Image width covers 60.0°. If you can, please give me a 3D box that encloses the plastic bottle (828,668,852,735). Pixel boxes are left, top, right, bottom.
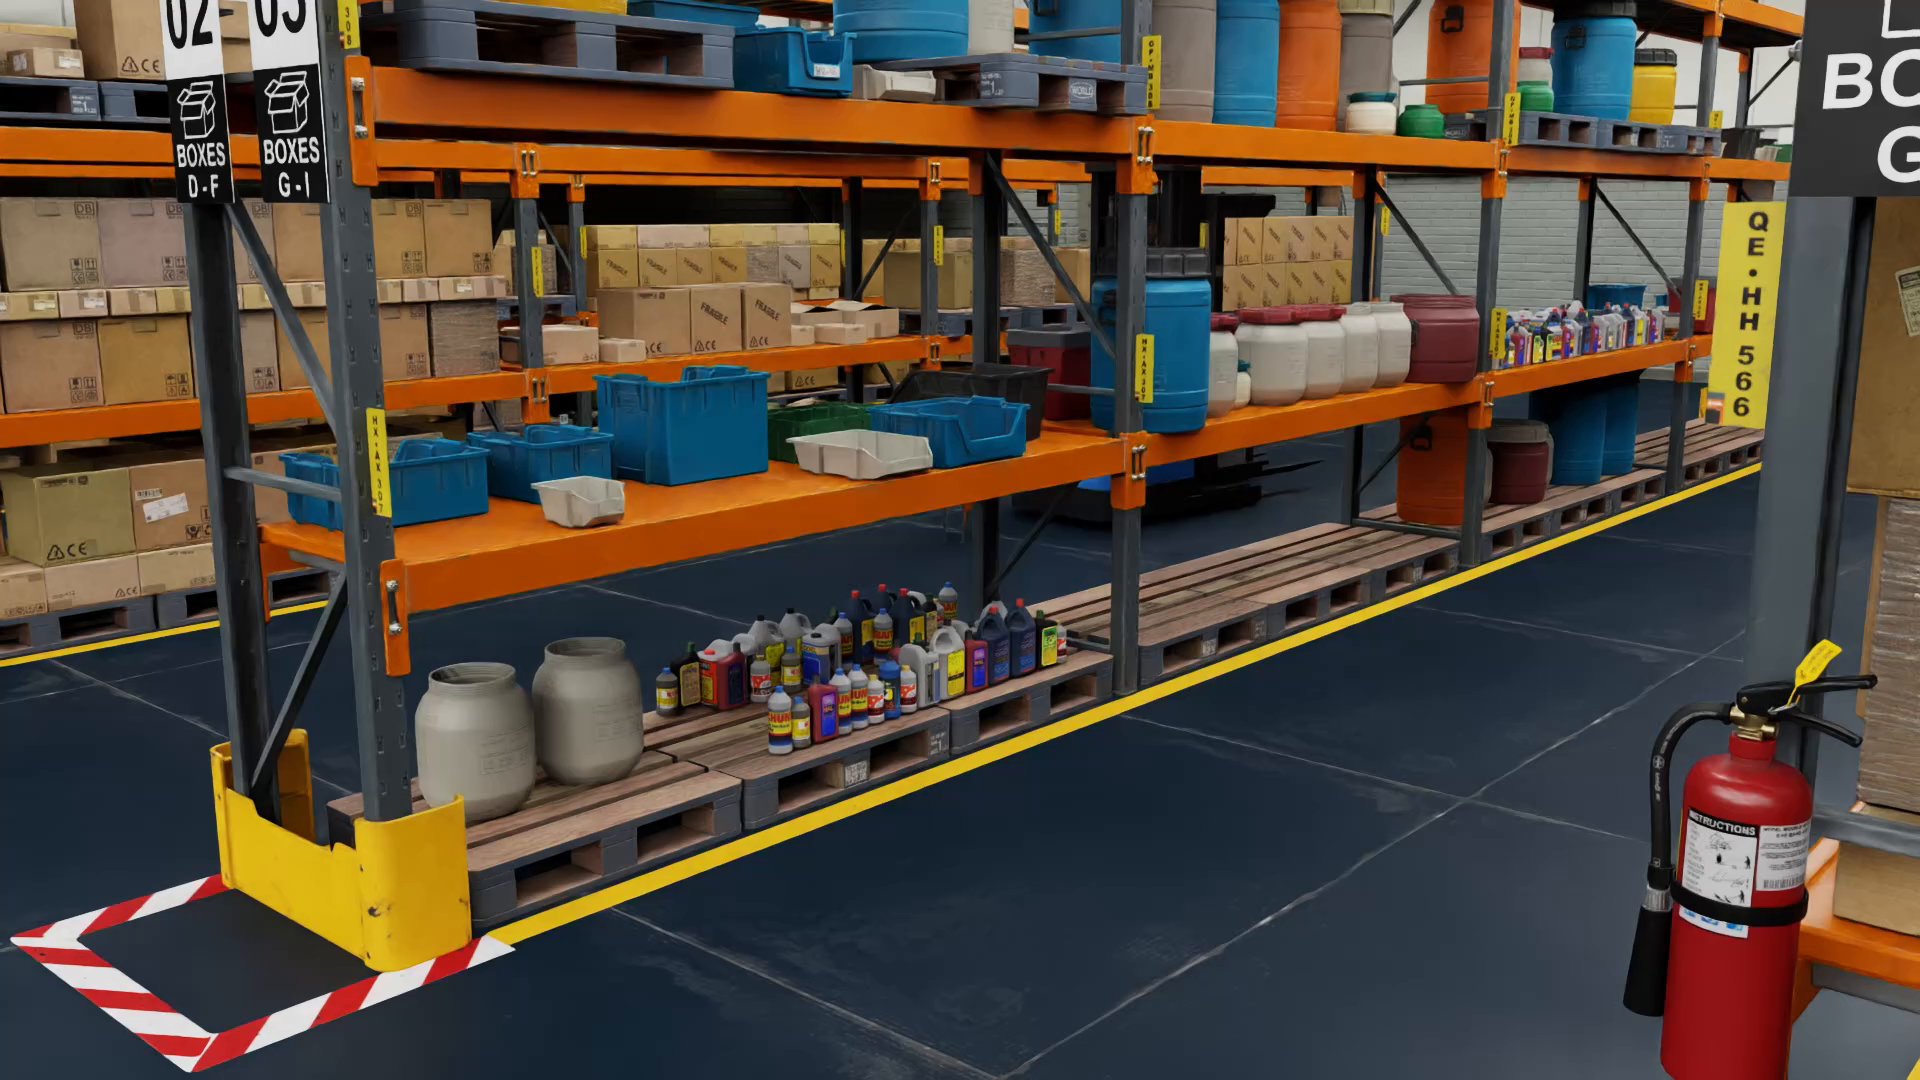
[{"bbox_3d":[-0.506,0.676,7.013,0.097,0.271,0.097,0,11,0],"label":"plastic bottle"}]

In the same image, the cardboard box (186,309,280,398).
[{"bbox_3d":[-4.544,-1.155,10.080,0.700,0.500,0.500,10,15,42],"label":"cardboard box"}]

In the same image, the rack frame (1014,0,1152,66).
[{"bbox_3d":[0.477,-3.700,7.761,1.000,3.000,0.127,10,15,40],"label":"rack frame"}]

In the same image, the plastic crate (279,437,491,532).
[{"bbox_3d":[-2.058,-0.209,5.979,0.499,0.251,0.616,10,15,40],"label":"plastic crate"}]

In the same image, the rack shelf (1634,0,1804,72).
[{"bbox_3d":[7.078,-4.622,15.237,1.077,0.370,4.000,10,15,40],"label":"rack shelf"}]

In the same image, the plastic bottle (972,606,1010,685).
[{"bbox_3d":[0.142,0.485,7.763,0.144,0.351,0.185,9,14,38],"label":"plastic bottle"}]

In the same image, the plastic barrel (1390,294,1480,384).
[{"bbox_3d":[3.039,-1.306,10.744,0.600,0.536,0.708,10,15,40],"label":"plastic barrel"}]

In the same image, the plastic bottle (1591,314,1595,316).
[{"bbox_3d":[4.972,-1.638,13.082,0.097,0.271,0.097,0,11,0],"label":"plastic bottle"}]

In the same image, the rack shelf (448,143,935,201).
[{"bbox_3d":[-1.921,-2.812,12.808,1.077,0.370,4.000,10,15,40],"label":"rack shelf"}]

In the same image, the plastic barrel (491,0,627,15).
[{"bbox_3d":[-1.506,-2.123,5.971,0.600,0.588,0.600,0,11,0],"label":"plastic barrel"}]

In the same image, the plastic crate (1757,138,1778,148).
[{"bbox_3d":[7.935,-3.910,16.804,0.497,0.269,0.590,10,15,40],"label":"plastic crate"}]

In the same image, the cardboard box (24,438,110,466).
[{"bbox_3d":[-7.620,-0.871,14.173,0.500,0.500,0.500,8,14,36],"label":"cardboard box"}]

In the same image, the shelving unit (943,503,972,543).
[{"bbox_3d":[0.035,-0.523,12.148,0.215,1.050,0.252,10,15,40],"label":"shelving unit"}]

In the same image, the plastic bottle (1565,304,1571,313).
[{"bbox_3d":[5.196,-1.879,14.259,0.061,0.283,0.133,10,15,40],"label":"plastic bottle"}]

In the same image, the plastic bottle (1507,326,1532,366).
[{"bbox_3d":[3.951,-1.376,11.758,0.152,0.276,0.135,10,15,40],"label":"plastic bottle"}]

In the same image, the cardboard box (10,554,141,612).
[{"bbox_3d":[-5.033,0.208,9.462,0.500,0.250,0.500,10,15,40],"label":"cardboard box"}]

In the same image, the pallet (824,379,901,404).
[{"bbox_3d":[-1.123,-1.950,21.438,1.003,0.211,1.213,10,15,40],"label":"pallet"}]

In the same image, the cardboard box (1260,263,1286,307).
[{"bbox_3d":[3.248,-2.814,18.387,0.500,0.500,0.500,10,15,40],"label":"cardboard box"}]

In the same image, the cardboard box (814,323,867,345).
[{"bbox_3d":[-0.987,-1.696,13.688,0.380,0.149,0.250,10,15,40],"label":"cardboard box"}]

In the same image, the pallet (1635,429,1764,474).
[{"bbox_3d":[7.020,-0.861,15.985,1.003,0.211,1.213,10,15,40],"label":"pallet"}]

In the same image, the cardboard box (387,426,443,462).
[{"bbox_3d":[-3.722,-0.456,10.869,0.500,0.500,0.500,10,15,40],"label":"cardboard box"}]

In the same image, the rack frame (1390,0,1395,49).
[{"bbox_3d":[4.680,-6.107,19.810,1.000,3.000,0.127,10,15,40],"label":"rack frame"}]

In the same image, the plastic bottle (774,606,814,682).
[{"bbox_3d":[-0.773,0.480,7.787,0.144,0.351,0.185,10,15,40],"label":"plastic bottle"}]

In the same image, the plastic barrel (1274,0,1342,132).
[{"bbox_3d":[1.981,-2.839,10.013,0.600,0.830,0.708,10,15,40],"label":"plastic barrel"}]

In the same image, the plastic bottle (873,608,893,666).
[{"bbox_3d":[-0.372,0.466,8.062,0.097,0.271,0.097,0,11,0],"label":"plastic bottle"}]

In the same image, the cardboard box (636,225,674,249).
[{"bbox_3d":[-3.477,-3.313,18.158,0.500,0.250,0.500,9,15,40],"label":"cardboard box"}]

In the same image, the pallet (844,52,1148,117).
[{"bbox_3d":[0.074,-2.018,7.479,1.213,0.211,1.003,10,15,40],"label":"pallet"}]

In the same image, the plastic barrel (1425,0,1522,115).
[{"bbox_3d":[3.495,-3.317,11.335,0.600,0.830,0.708,10,15,40],"label":"plastic barrel"}]

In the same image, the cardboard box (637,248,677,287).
[{"bbox_3d":[-3.459,-2.947,18.240,0.500,0.500,0.500,10,15,42],"label":"cardboard box"}]

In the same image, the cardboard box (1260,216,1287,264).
[{"bbox_3d":[3.242,-3.300,18.267,0.500,0.500,0.500,9,15,39],"label":"cardboard box"}]

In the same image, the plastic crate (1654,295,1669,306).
[{"bbox_3d":[6.921,-2.239,16.039,0.416,0.233,0.300,10,15,40],"label":"plastic crate"}]

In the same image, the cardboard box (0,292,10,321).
[{"bbox_3d":[-5.289,-1.247,8.884,0.380,0.149,0.250,9,15,39],"label":"cardboard box"}]

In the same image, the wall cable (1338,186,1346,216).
[{"bbox_3d":[4.959,-6.010,27.253,3.097,2.526,0.112,10,15,40],"label":"wall cable"}]

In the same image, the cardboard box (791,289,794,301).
[{"bbox_3d":[-2.178,-2.897,19.650,0.380,0.149,0.250,10,15,40],"label":"cardboard box"}]

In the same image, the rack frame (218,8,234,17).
[{"bbox_3d":[-2.163,-3.112,4.815,1.000,3.000,0.127,10,15,40],"label":"rack frame"}]

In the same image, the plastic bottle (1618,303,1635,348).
[{"bbox_3d":[5.275,-1.706,13.222,0.144,0.351,0.185,10,15,40],"label":"plastic bottle"}]

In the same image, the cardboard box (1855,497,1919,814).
[{"bbox_3d":[1.941,0.198,2.545,0.875,0.500,0.500,10,15,40],"label":"cardboard box"}]

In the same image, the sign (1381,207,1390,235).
[{"bbox_3d":[5.084,-3.813,19.879,0.100,0.325,0.005,10,15,40],"label":"sign"}]

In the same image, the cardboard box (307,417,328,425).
[{"bbox_3d":[-6.188,-1.222,15.930,0.700,0.500,0.500,9,15,39],"label":"cardboard box"}]

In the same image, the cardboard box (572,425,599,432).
[{"bbox_3d":[-2.850,-0.706,12.603,0.500,0.311,0.500,10,15,42],"label":"cardboard box"}]

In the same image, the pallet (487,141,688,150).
[{"bbox_3d":[-2.669,-2.908,11.941,0.805,0.209,1.217,9,14,38],"label":"pallet"}]

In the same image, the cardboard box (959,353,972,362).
[{"bbox_3d":[-0.092,-2.521,22.485,0.700,0.500,0.500,9,14,39],"label":"cardboard box"}]

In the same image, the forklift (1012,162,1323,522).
[{"bbox_3d":[1.838,-1.766,13.570,3.031,2.935,1.130,-10,15,-41],"label":"forklift"}]

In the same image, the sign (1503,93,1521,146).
[{"bbox_3d":[3.536,-2.696,10.661,0.100,0.325,0.005,10,15,40],"label":"sign"}]

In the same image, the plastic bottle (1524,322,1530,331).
[{"bbox_3d":[4.508,-1.635,13.247,0.097,0.201,0.097,0,11,0],"label":"plastic bottle"}]

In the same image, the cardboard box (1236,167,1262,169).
[{"bbox_3d":[2.880,-4.086,17.736,0.500,0.250,0.500,10,15,40],"label":"cardboard box"}]

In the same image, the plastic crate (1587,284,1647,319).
[{"bbox_3d":[5.810,-2.070,14.802,0.392,0.384,0.575,10,15,40],"label":"plastic crate"}]

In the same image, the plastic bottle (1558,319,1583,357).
[{"bbox_3d":[4.562,-1.512,12.439,0.152,0.276,0.135,10,15,40],"label":"plastic bottle"}]

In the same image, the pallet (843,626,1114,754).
[{"bbox_3d":[0.003,0.703,8.154,1.003,0.211,1.213,10,15,40],"label":"pallet"}]

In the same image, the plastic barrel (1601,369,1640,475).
[{"bbox_3d":[5.386,-1.034,14.017,0.600,0.901,0.708,10,15,40],"label":"plastic barrel"}]

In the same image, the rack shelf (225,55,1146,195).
[{"bbox_3d":[-0.843,-1.582,6.652,1.077,0.370,4.000,10,15,40],"label":"rack shelf"}]

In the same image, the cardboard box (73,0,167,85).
[{"bbox_3d":[-4.580,-2.814,9.300,0.500,0.500,0.500,10,15,40],"label":"cardboard box"}]

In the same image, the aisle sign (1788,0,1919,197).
[{"bbox_3d":[1.291,-0.834,2.090,0.394,0.787,0.004,10,15,40],"label":"aisle sign"}]

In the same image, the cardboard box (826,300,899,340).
[{"bbox_3d":[-0.874,-1.896,14.274,0.500,0.311,0.500,11,16,44],"label":"cardboard box"}]
